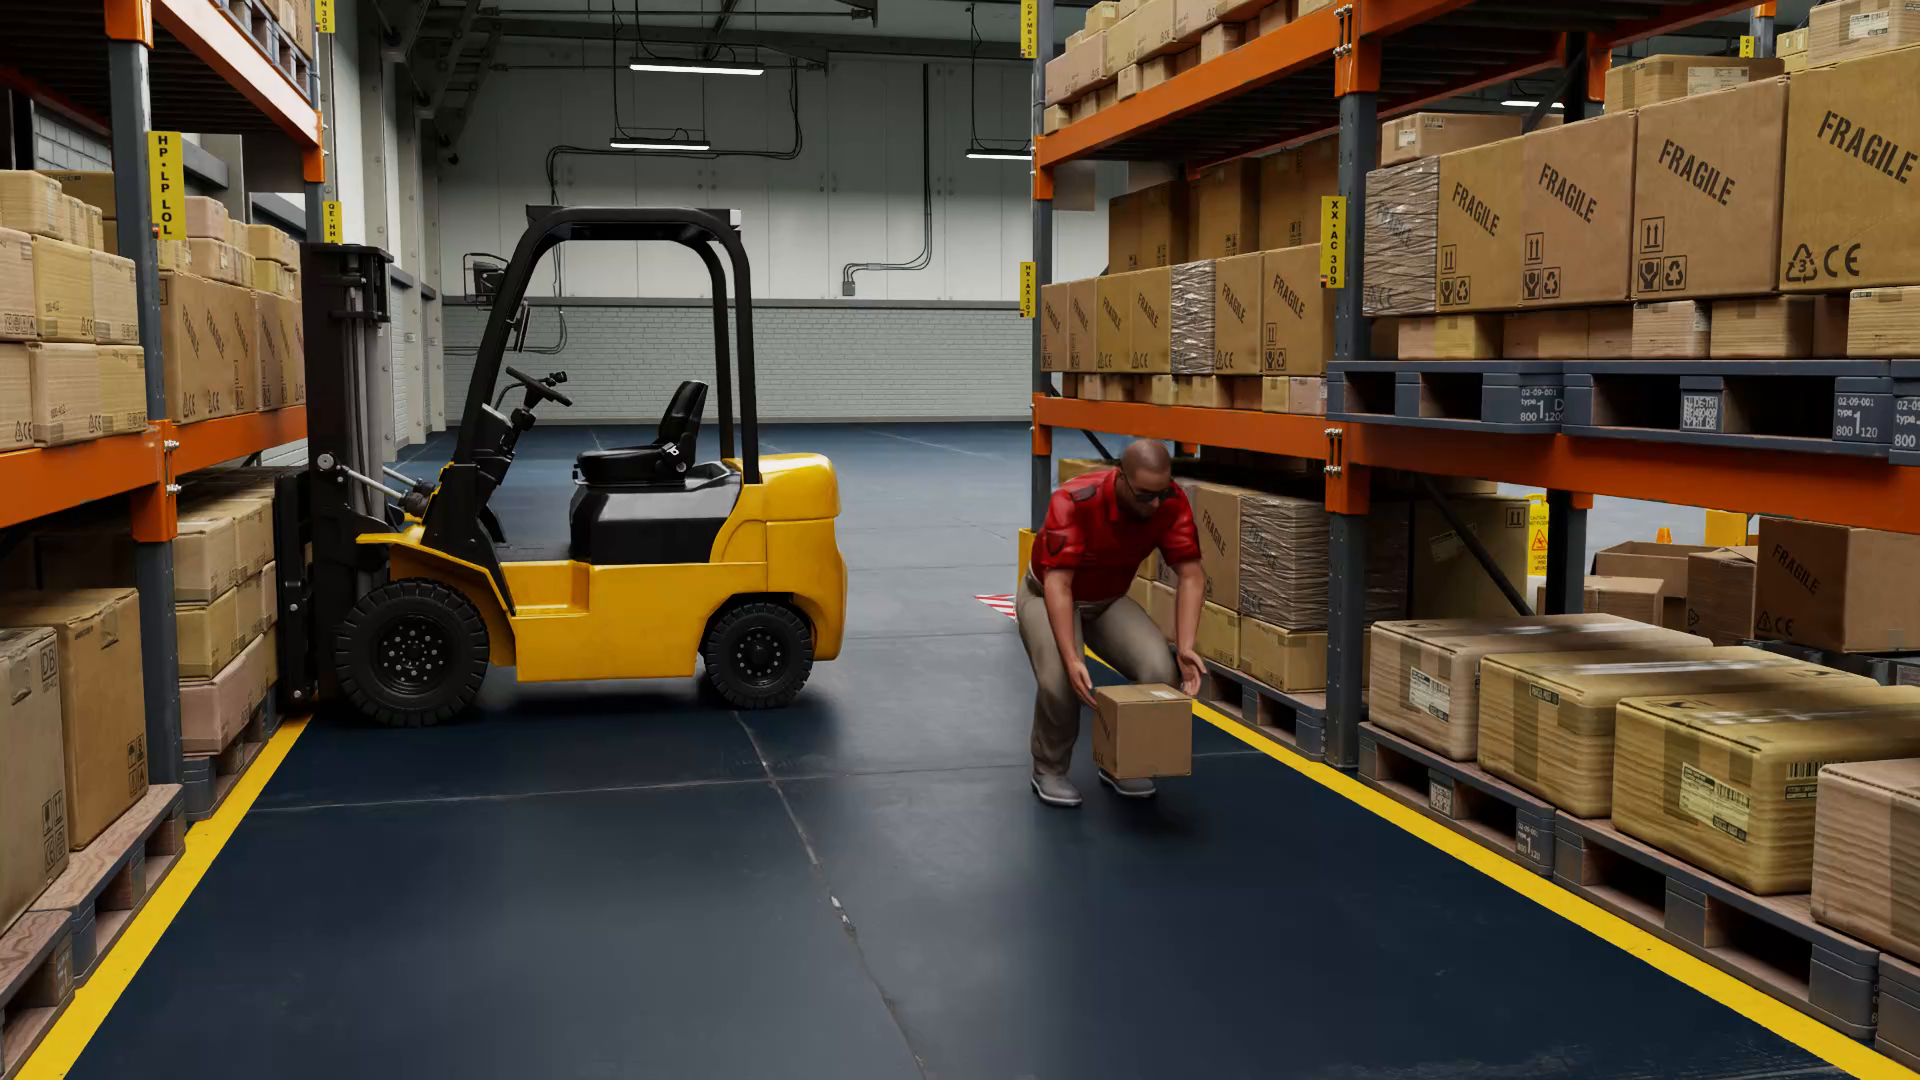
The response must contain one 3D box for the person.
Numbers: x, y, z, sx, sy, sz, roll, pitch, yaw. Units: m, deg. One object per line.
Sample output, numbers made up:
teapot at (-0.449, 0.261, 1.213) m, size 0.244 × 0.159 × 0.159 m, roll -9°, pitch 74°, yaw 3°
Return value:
person at (0.511, 0.268, 5.731) m, size 0.587 × 1.263 × 0.778 m, roll -2°, pitch 6°, yaw -16°
